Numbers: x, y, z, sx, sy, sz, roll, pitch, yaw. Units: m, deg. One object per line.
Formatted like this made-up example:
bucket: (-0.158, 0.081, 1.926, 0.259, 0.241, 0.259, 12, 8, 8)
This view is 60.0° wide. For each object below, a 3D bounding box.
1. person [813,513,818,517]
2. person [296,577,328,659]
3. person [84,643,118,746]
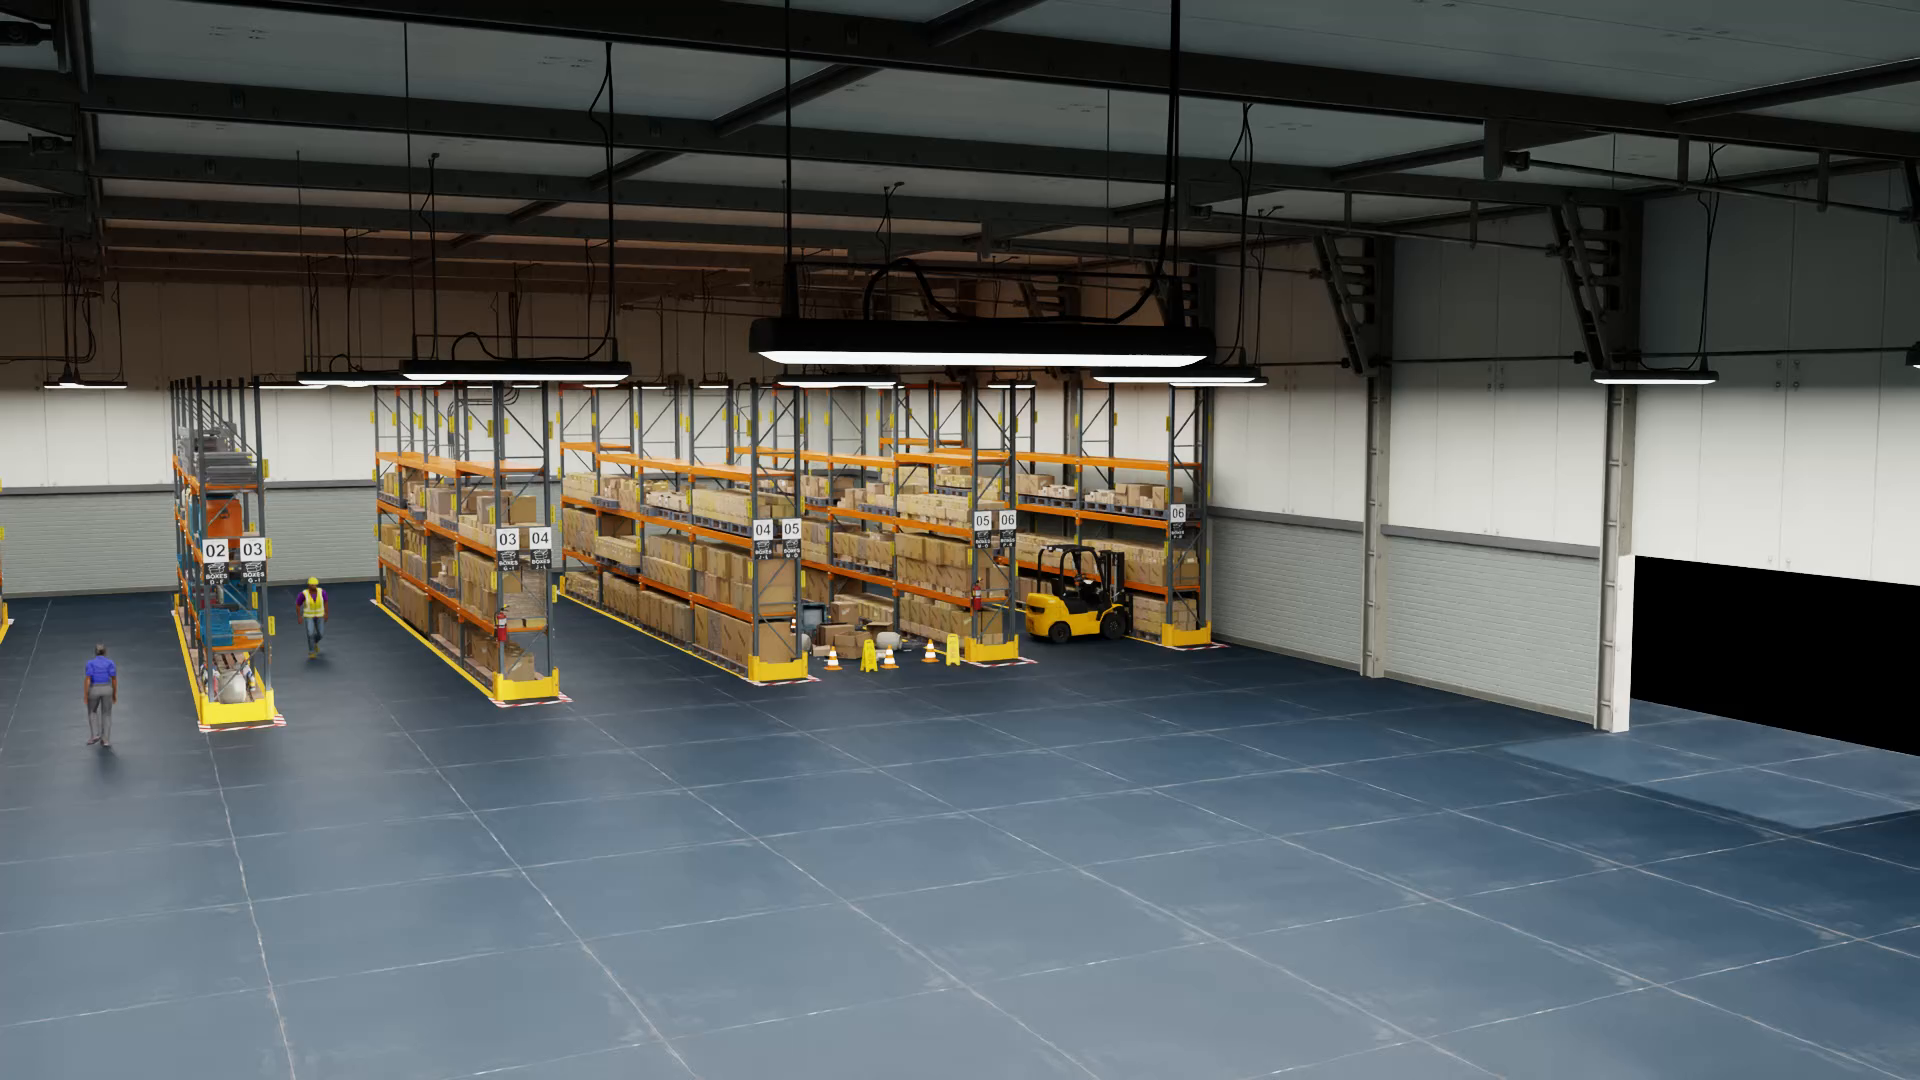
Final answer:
person: (-4.786, -0.037, 55.099, 0.523, 1.708, 0.765, 3, 6, 33)
person: (-14.023, 1.662, 35.991, 0.658, 1.745, 0.655, -4, 6, -35)
person: (-13.910, 2.505, 26.924, 0.499, 1.658, 0.506, -3, 6, -31)
